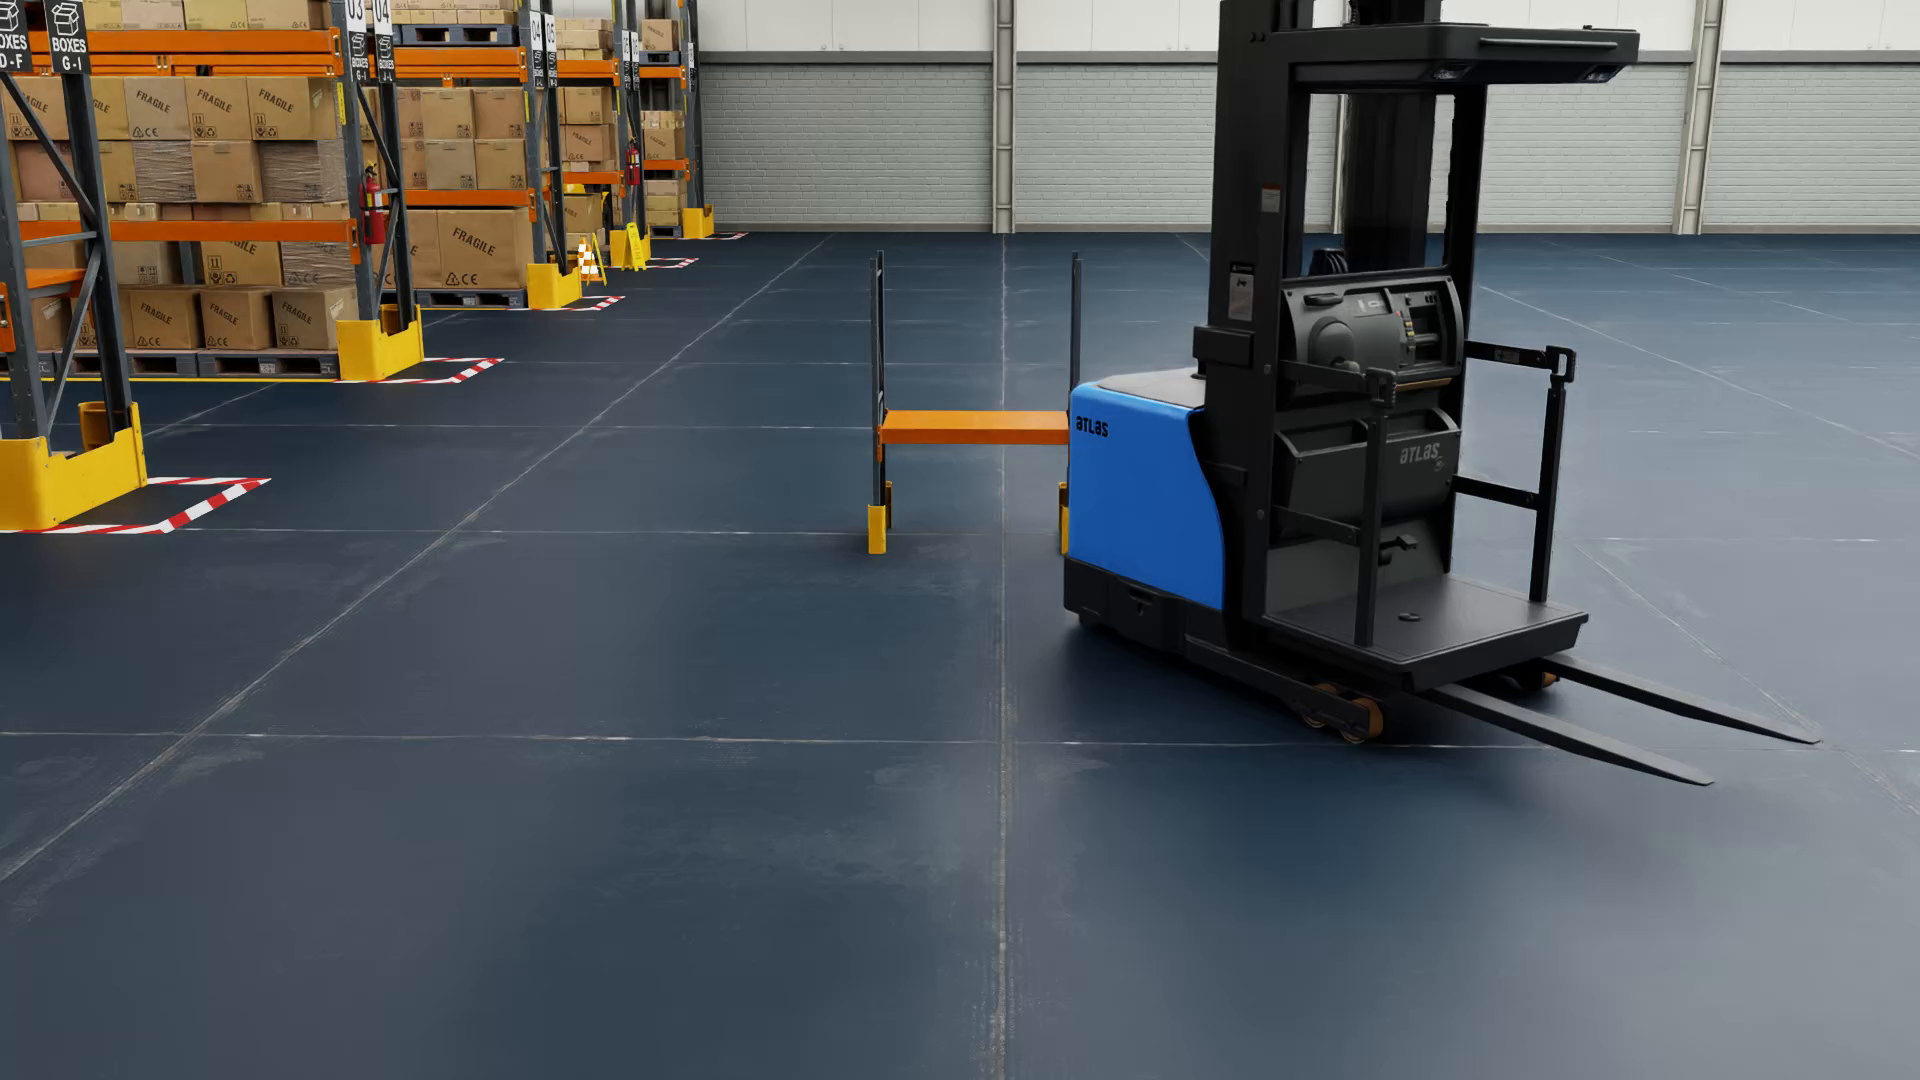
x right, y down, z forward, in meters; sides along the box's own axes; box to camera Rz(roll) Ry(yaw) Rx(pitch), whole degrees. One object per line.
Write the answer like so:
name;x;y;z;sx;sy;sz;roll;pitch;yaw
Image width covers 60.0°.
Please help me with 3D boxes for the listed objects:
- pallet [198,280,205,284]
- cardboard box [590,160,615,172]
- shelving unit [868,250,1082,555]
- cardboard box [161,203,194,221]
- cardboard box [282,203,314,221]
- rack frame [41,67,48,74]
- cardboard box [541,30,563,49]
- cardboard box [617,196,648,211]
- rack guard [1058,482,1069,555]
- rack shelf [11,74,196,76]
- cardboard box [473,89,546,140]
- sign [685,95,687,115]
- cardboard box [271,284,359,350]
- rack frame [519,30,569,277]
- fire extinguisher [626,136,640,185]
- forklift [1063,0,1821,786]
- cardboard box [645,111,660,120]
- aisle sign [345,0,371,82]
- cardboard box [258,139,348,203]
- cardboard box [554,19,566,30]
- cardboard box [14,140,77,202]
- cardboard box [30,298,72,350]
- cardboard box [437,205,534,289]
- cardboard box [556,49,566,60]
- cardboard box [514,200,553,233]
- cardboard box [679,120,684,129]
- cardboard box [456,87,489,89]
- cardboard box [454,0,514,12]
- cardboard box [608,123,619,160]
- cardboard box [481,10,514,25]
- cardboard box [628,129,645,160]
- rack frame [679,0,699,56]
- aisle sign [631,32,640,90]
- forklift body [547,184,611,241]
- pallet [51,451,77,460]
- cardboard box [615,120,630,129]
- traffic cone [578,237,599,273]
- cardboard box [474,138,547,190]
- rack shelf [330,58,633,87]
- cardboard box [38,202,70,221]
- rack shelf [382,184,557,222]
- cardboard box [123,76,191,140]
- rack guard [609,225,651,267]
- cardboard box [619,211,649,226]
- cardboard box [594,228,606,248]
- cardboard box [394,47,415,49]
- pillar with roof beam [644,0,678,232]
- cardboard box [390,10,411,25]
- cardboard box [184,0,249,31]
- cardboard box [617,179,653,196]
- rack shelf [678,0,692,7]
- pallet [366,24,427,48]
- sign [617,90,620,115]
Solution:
pallet;-9.468;-2.854;19.245;1.213;0.211;1.003;0;15;1
cardboard box;-5.050;-5.280;23.466;0.250;0.149;0.380;1;15;3
shelving unit;0.076;-0.725;8.647;1.083;1.500;0.587;0;15;1
cardboard box;-6.464;-2.758;13.907;0.250;0.149;0.380;0;15;1
cardboard box;-5.464;-2.756;13.899;0.250;0.149;0.380;0;15;1
rack frame;-12.668;-5.506;23.829;0.127;3.000;1.000;0;15;1
cardboard box;-5.692;-6.917;23.009;0.500;0.250;0.500;0;15;1
cardboard box;-5.543;-5.765;28.396;0.500;0.250;0.500;0;15;1
rack guard;0.574;-0.117;8.794;0.087;0.250;0.587;0;15;1
rack shelf;-14.544;-7.887;28.386;4.000;0.370;1.077;0;15;1
cardboard box;-5.066;-4.798;18.734;0.550;0.550;0.875;0;15;1
sign;-4.575;-7.256;27.728;0.005;0.325;0.100;0;15;1
cardboard box;-5.547;-1.929;14.350;0.500;0.500;0.500;3;15;12
rack frame;-4.696;-4.191;18.845;0.127;3.000;1.000;0;15;1
fire extinguisher;-4.568;-5.298;23.194;0.183;0.674;0.296;0;15;1
forklift;1.709;-0.815;6.184;1.130;2.935;3.031;-10;18;-33
cardboard box;-5.158;-7.168;28.078;0.250;0.149;0.380;0;15;2
aisle sign;-4.869;-4.107;13.430;0.004;0.787;0.394;0;15;1
cardboard box;-5.473;-3.129;14.042;0.500;0.500;0.875;0;15;1
cardboard box;-5.529;-7.104;22.935;0.250;0.149;0.380;0;15;1
cardboard box;-7.473;-3.136;14.069;0.500;0.500;0.875;0;15;1
cardboard box;-7.951;-1.933;14.362;0.500;0.500;0.500;5;16;19
cardboard box;-5.376;-3.354;19.015;0.875;0.875;0.875;0;15;2
cardboard box;-5.549;-6.717;23.034;0.250;0.149;0.380;1;15;3
cardboard box;-6.000;-4.631;23.611;0.500;0.500;0.500;1;15;4
cardboard box;-4.880;-7.150;28.594;0.250;0.149;0.380;0;15;0
cardboard box;-6.700;-6.098;23.335;0.500;0.500;0.700;0;15;1
cardboard box;-5.192;-5.896;18.119;0.500;0.250;0.500;1;15;2
cardboard box;-5.137;-5.720;23.861;0.500;0.500;0.500;0;15;1
cardboard box;-5.037;-5.687;18.108;0.250;0.149;0.380;0;15;1
cardboard box;-5.565;-6.710;28.197;0.500;0.500;0.500;1;15;3
rack frame;-4.548;-9.621;27.665;0.127;3.000;1.000;0;15;1
aisle sign;-4.601;-6.790;23.598;0.004;0.787;0.394;0;15;1
forklift body;-6.490;-5.856;26.822;1.214;2.155;2.313;0;15;1
pallet;-5.939;-0.310;9.603;1.213;0.211;1.003;0;15;1
cardboard box;-5.663;-7.028;28.132;0.250;0.149;0.380;0;15;1
traffic cone;-5.133;-3.901;22.719;0.334;0.463;0.336;0;15;1
cardboard box;-5.068;-4.254;18.791;0.550;0.550;0.875;0;15;1
rack shelf;-6.670;-6.569;23.390;4.000;0.370;1.077;0;15;1
cardboard box;-7.465;-2.751;13.881;0.250;0.149;0.380;0;15;1
rack shelf;-6.695;-3.856;18.986;4.000;0.370;1.077;0;15;1
cardboard box;-6.480;-3.549;13.671;0.500;0.500;0.500;0;15;1
rack guard;-4.747;-4.246;23.953;0.348;0.500;1.175;0;15;1
cardboard box;-5.522;-5.521;28.455;0.500;0.250;0.500;0;15;1
cardboard box;-5.470;-4.403;24.216;0.500;0.250;0.500;0;15;1
cardboard box;-7.721;-6.928;23.050;0.500;0.250;0.500;0;15;1
pillar with roof beam;-5.330;-8.757;24.392;0.400;9.000;9.100;0;15;1
cardboard box;-6.055;-5.694;18.134;0.250;0.149;0.380;0;15;1
cardboard box;-5.911;-4.245;13.465;0.500;0.250;0.500;0;15;2
cardboard box;-5.526;-6.002;28.316;0.500;0.250;0.500;1;15;2
rack shelf;-6.547;-9.092;27.857;4.000;0.370;1.077;0;15;1
pallet;-6.661;-5.608;18.509;1.213;0.211;1.003;0;15;1
sign;-4.705;-6.025;22.908;0.005;0.325;0.100;0;15;1
